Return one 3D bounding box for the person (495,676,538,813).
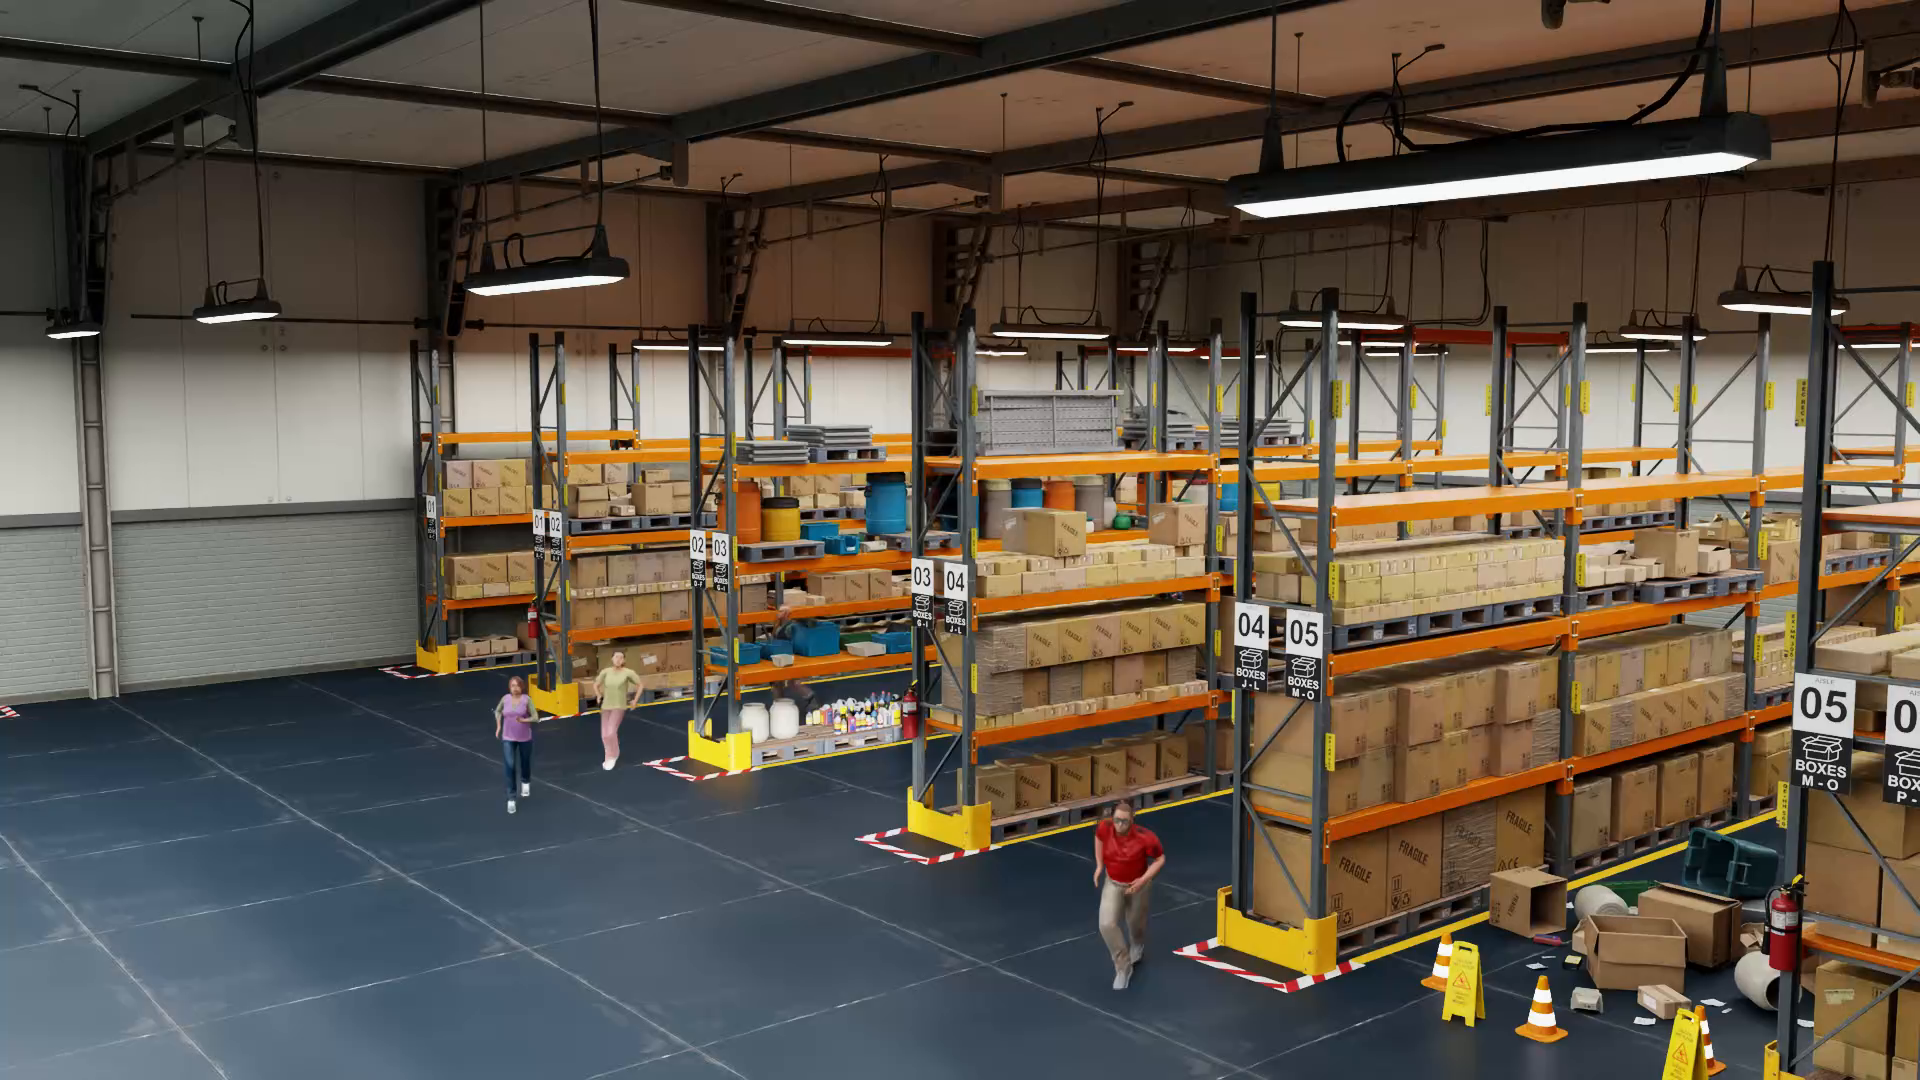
[{"bbox_3d":[-5.435,2.460,20.398,0.531,1.599,0.873,-1,5,-11],"label":"person"}]

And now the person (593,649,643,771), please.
[{"bbox_3d":[-4.629,2.277,22.353,0.644,1.637,0.603,1,5,9],"label":"person"}]

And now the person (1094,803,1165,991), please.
[{"bbox_3d":[1.508,3.040,14.566,0.663,1.669,0.956,2,6,20],"label":"person"}]

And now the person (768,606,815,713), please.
[{"bbox_3d":[-2.669,1.878,25.994,0.891,1.720,0.655,-4,7,-39],"label":"person"}]
